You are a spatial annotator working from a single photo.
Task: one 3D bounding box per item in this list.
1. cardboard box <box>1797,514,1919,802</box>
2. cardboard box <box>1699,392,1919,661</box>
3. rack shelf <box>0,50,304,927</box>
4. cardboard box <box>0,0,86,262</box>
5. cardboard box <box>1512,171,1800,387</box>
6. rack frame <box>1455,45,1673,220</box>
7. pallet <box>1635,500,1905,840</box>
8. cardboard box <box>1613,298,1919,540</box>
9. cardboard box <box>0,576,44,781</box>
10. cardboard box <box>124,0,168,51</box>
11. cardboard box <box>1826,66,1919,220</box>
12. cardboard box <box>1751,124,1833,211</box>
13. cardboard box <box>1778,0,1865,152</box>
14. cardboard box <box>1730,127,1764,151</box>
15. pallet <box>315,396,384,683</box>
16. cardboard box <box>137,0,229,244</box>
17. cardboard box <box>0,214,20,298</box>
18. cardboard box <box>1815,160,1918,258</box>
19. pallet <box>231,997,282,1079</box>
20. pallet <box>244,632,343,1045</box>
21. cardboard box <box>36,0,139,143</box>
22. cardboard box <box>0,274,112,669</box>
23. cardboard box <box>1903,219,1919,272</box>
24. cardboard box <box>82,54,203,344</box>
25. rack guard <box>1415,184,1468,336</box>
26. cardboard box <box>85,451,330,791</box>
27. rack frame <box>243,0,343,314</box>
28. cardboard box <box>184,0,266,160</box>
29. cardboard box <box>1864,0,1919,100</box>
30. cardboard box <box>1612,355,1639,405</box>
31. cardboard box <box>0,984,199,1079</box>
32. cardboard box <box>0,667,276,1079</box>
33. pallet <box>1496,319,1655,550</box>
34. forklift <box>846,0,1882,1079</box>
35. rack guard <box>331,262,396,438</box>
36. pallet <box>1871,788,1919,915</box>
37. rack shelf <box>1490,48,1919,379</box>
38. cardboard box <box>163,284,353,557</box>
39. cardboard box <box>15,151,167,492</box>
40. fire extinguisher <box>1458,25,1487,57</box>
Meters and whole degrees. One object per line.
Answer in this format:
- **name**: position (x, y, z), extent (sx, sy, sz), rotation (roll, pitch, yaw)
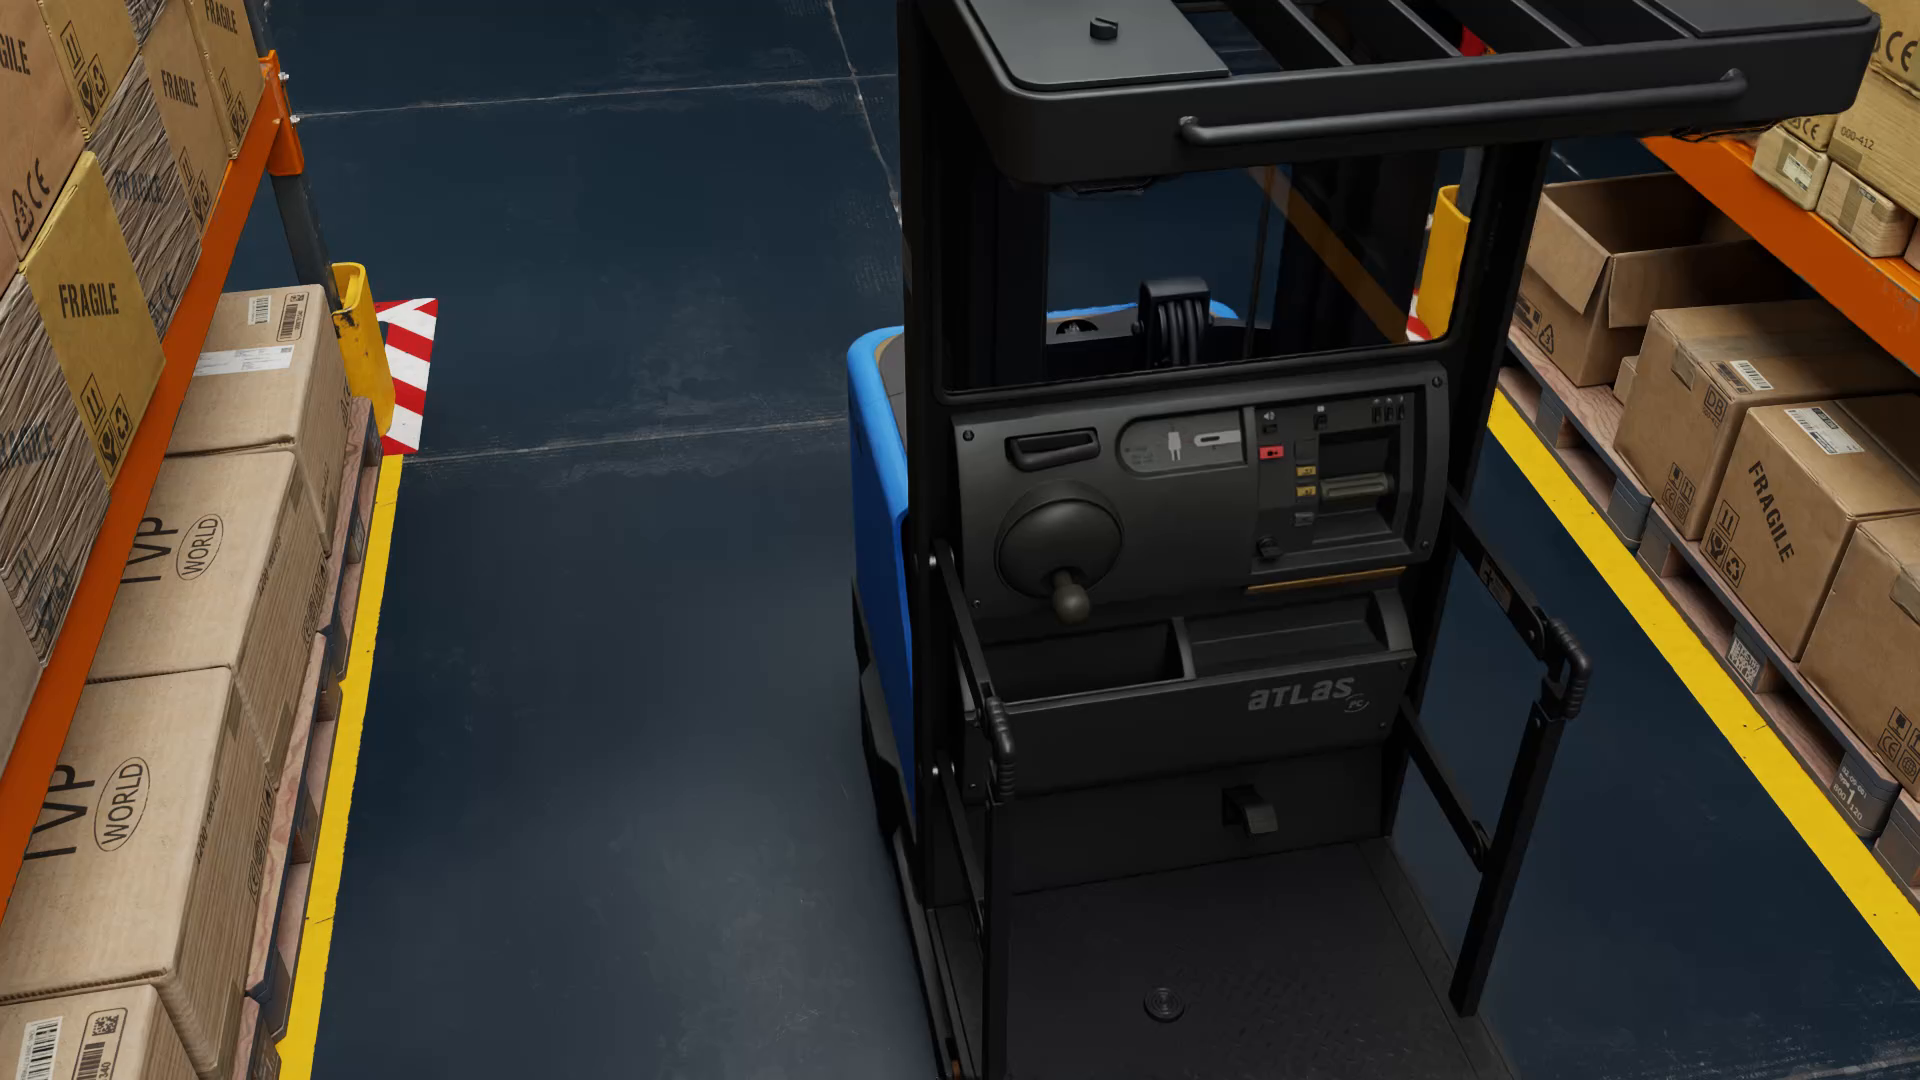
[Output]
- **cardboard box**: position (2.634, 0.255, 4.172), extent (0.700, 0.500, 0.500), rotation (-8, 38, -10)
- **cardboard box**: position (2.446, -0.042, 4.554), extent (0.500, 0.500, 0.500), rotation (-6, 38, -7)
- **rack shelf**: position (-2.209, -0.065, 3.476), extent (1.077, 0.370, 4.000), rotation (-6, 38, -8)
- **cardboard box**: position (-1.950, -0.811, 2.952), extent (0.500, 0.500, 0.500), rotation (-6, 38, -8)
- **cardboard box**: position (2.341, -0.894, 5.648), extent (0.797, 0.503, 0.637), rotation (-8, 38, -10)
- **rack frame**: position (2.327, -2.094, 5.500), extent (1.000, 3.000, 0.127), rotation (-6, 38, -8)
- **pallet**: position (2.691, 0.270, 4.730), extent (1.003, 0.211, 1.213), rotation (-6, 38, -8)
- **cardboard box**: position (2.452, -0.372, 4.979), extent (0.700, 0.500, 0.500), rotation (-5, 38, -6)
- **cardboard box**: position (-1.767, 0.203, 2.462), extent (0.500, 0.500, 0.500), rotation (-6, 38, -8)
- **cardboard box**: position (-2.120, -1.414, 3.728), extent (0.500, 0.500, 0.500), rotation (-6, 38, -8)
- **cardboard box**: position (2.432, -0.932, 3.884), extent (0.500, 0.250, 0.500), rotation (-7, 38, -9)
- **cardboard box**: position (2.291, -0.983, 4.275), extent (0.380, 0.149, 0.250), rotation (-7, 38, -9)
- **cardboard box**: position (2.322, -1.238, 4.279), extent (0.500, 0.250, 0.500), rotation (-7, 38, -9)
- **cardboard box**: position (2.321, -1.144, 4.482), extent (0.380, 0.149, 0.250), rotation (-6, 38, -7)
- **pallet**: position (-2.342, 0.018, 5.054), extent (1.003, 0.211, 1.213), rotation (-6, 38, -8)
- **cardboard box**: position (-2.141, -1.029, 4.048), extent (0.500, 0.500, 0.500), rotation (-7, 38, -9)
- **cardboard box**: position (-1.864, -0.506, 2.560), extent (0.500, 0.500, 0.500), rotation (-6, 38, -7)
- **cardboard box**: position (2.357, -0.826, 4.073), extent (0.380, 0.149, 0.250), rotation (-5, 38, -7)
- **pallet**: position (-1.915, 1.492, 3.157), extent (1.003, 0.211, 1.213), rotation (-6, 38, -8)
- **pallet**: position (-2.132, 0.754, 4.108), extent (1.003, 0.211, 1.213), rotation (-6, 38, -8)
- **cardboard box**: position (-2.037, -1.115, 3.343), extent (0.500, 0.500, 0.500), rotation (-6, 38, -8)
- **cardboard box**: position (-1.848, -0.098, 2.850), extent (0.500, 0.500, 0.500), rotation (-6, 38, -8)
- **cardboard box**: position (2.470, -0.678, 3.882), extent (0.380, 0.149, 0.250), rotation (-6, 38, -8)
- **cardboard box**: position (-2.041, -0.720, 3.650), extent (0.500, 0.500, 0.500), rotation (-5, 38, -7)
- **rack guard**: position (2.340, -1.061, 6.208), extent (1.175, 0.500, 0.348), rotation (-6, 38, -8)
- **cardboard box**: position (-2.177, 0.228, 4.257), extent (0.875, 0.438, 0.875), rotation (-5, 38, -7)
- **rack frame**: position (-2.560, -1.557, 4.810), extent (1.000, 3.000, 0.127), rotation (-6, 38, -8)
- **cardboard box**: position (-2.214, -1.334, 4.441), extent (0.500, 0.500, 0.500), rotation (-6, 38, -8)
- **cardboard box**: position (2.404, -1.239, 3.668), extent (0.500, 0.500, 0.500), rotation (-5, 38, -7)
- **cardboard box**: position (2.377, -0.493, 5.421), extent (0.380, 0.149, 0.250), rotation (-8, 38, -10)
- **cardboard box**: position (-1.863, 1.314, 2.860), extent (0.875, 0.438, 0.875), rotation (-7, 38, -9)
- **cardboard box**: position (-2.020, 0.773, 3.556), extent (0.875, 0.438, 0.875), rotation (-7, 38, -9)
- **pallet**: position (2.481, -0.465, 5.677), extent (1.003, 0.211, 1.213), rotation (-6, 38, -8)
- **forklift**: position (0.496, -0.012, 2.876), extent (1.130, 2.935, 3.031), rotation (-7, 38, -9)
- **rack guard**: position (-2.564, -0.585, 5.595), extent (1.175, 0.500, 0.348), rotation (-6, 38, -8)
- **pallet**: position (2.908, 1.009, 3.780), extent (1.003, 0.211, 1.213), rotation (-6, 38, -8)
- **rack shelf**: position (2.677, -0.601, 4.166), extent (1.077, 0.370, 4.000), rotation (-6, 38, -8)
- **cardboard box**: position (-2.345, -0.324, 4.968), extent (0.875, 0.438, 0.875), rotation (-7, 38, -9)
- **cardboard box**: position (-1.938, -0.409, 3.250), extent (0.500, 0.500, 0.500), rotation (-5, 38, -7)
- **fire extinguisher**: position (1.846, -1.955, 5.688), extent (0.296, 0.674, 0.183), rotation (-6, 38, -8)
